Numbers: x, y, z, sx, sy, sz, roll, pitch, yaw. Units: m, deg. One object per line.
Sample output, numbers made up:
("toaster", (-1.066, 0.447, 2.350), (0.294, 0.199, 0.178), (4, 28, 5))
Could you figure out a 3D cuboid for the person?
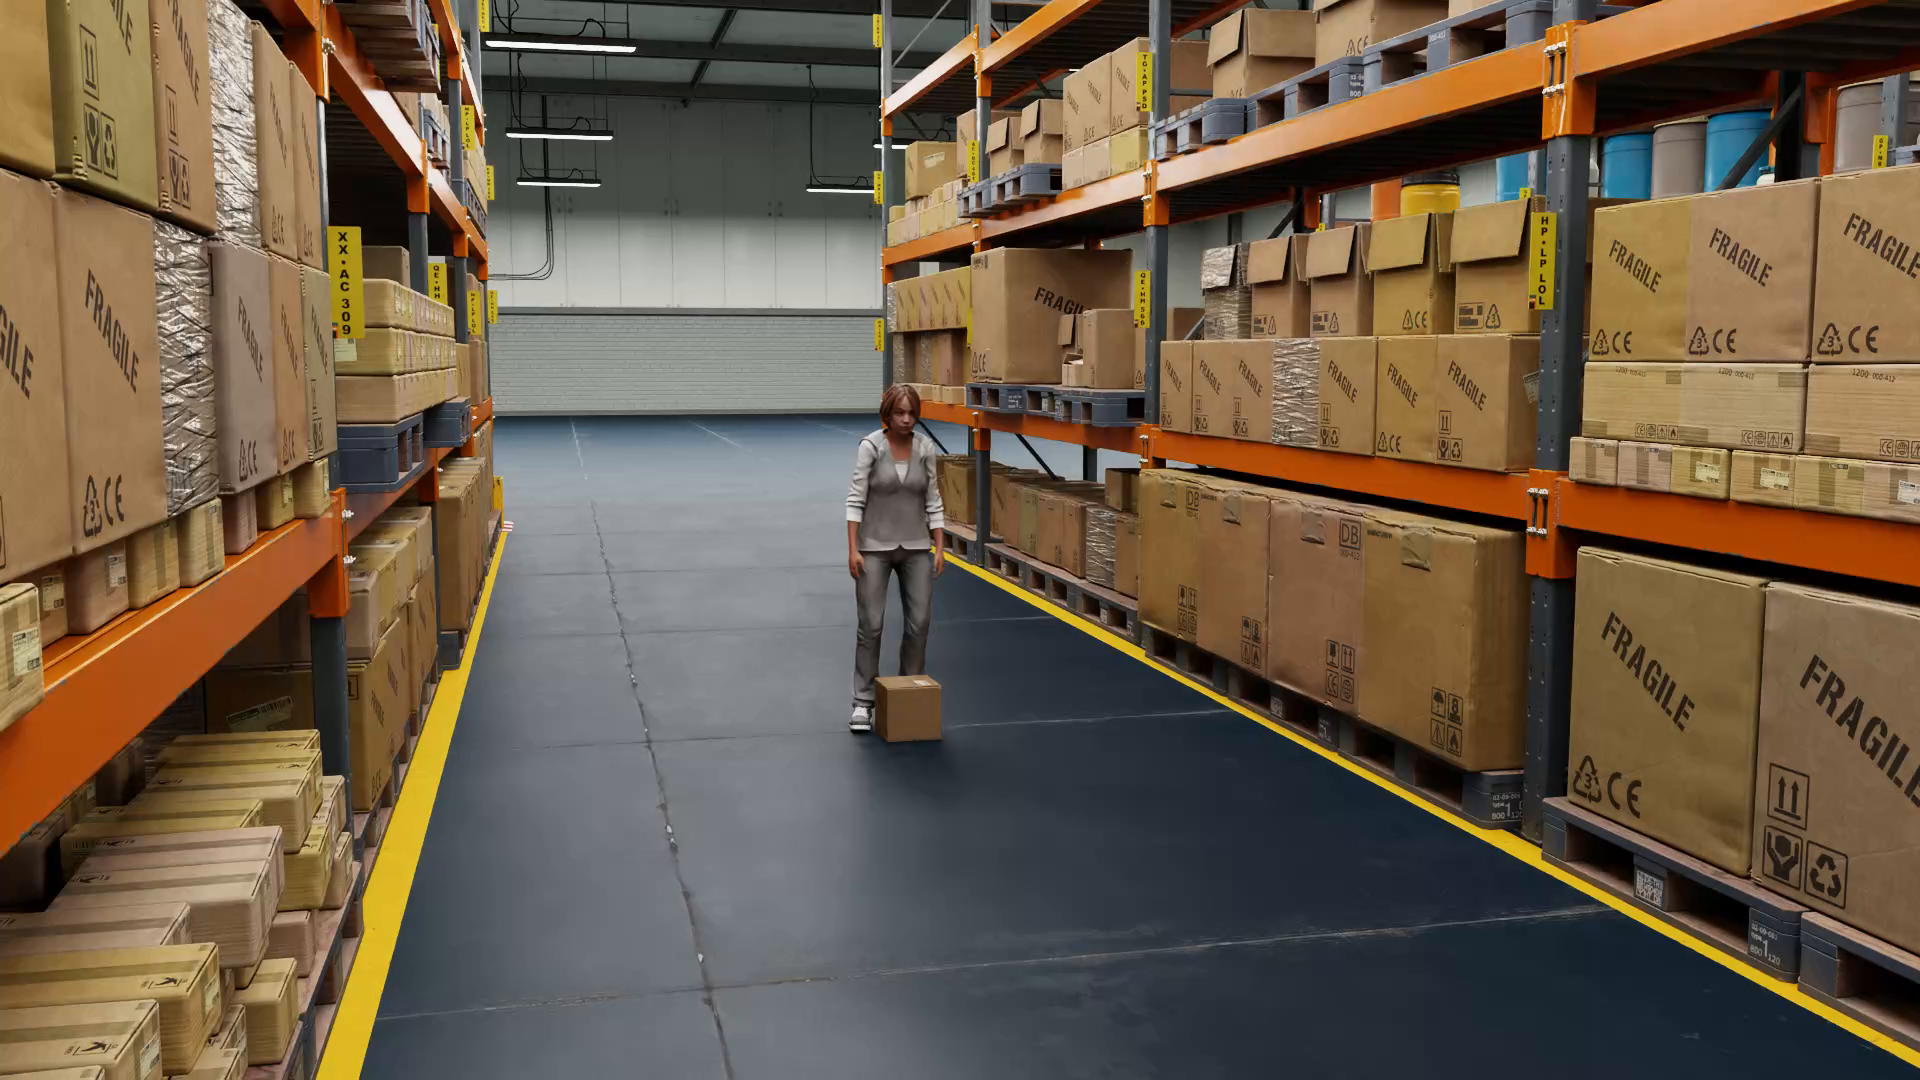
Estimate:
("person", (-0.300, 0.074, 7.714), (0.476, 1.593, 0.348), (-2, 7, -15))
